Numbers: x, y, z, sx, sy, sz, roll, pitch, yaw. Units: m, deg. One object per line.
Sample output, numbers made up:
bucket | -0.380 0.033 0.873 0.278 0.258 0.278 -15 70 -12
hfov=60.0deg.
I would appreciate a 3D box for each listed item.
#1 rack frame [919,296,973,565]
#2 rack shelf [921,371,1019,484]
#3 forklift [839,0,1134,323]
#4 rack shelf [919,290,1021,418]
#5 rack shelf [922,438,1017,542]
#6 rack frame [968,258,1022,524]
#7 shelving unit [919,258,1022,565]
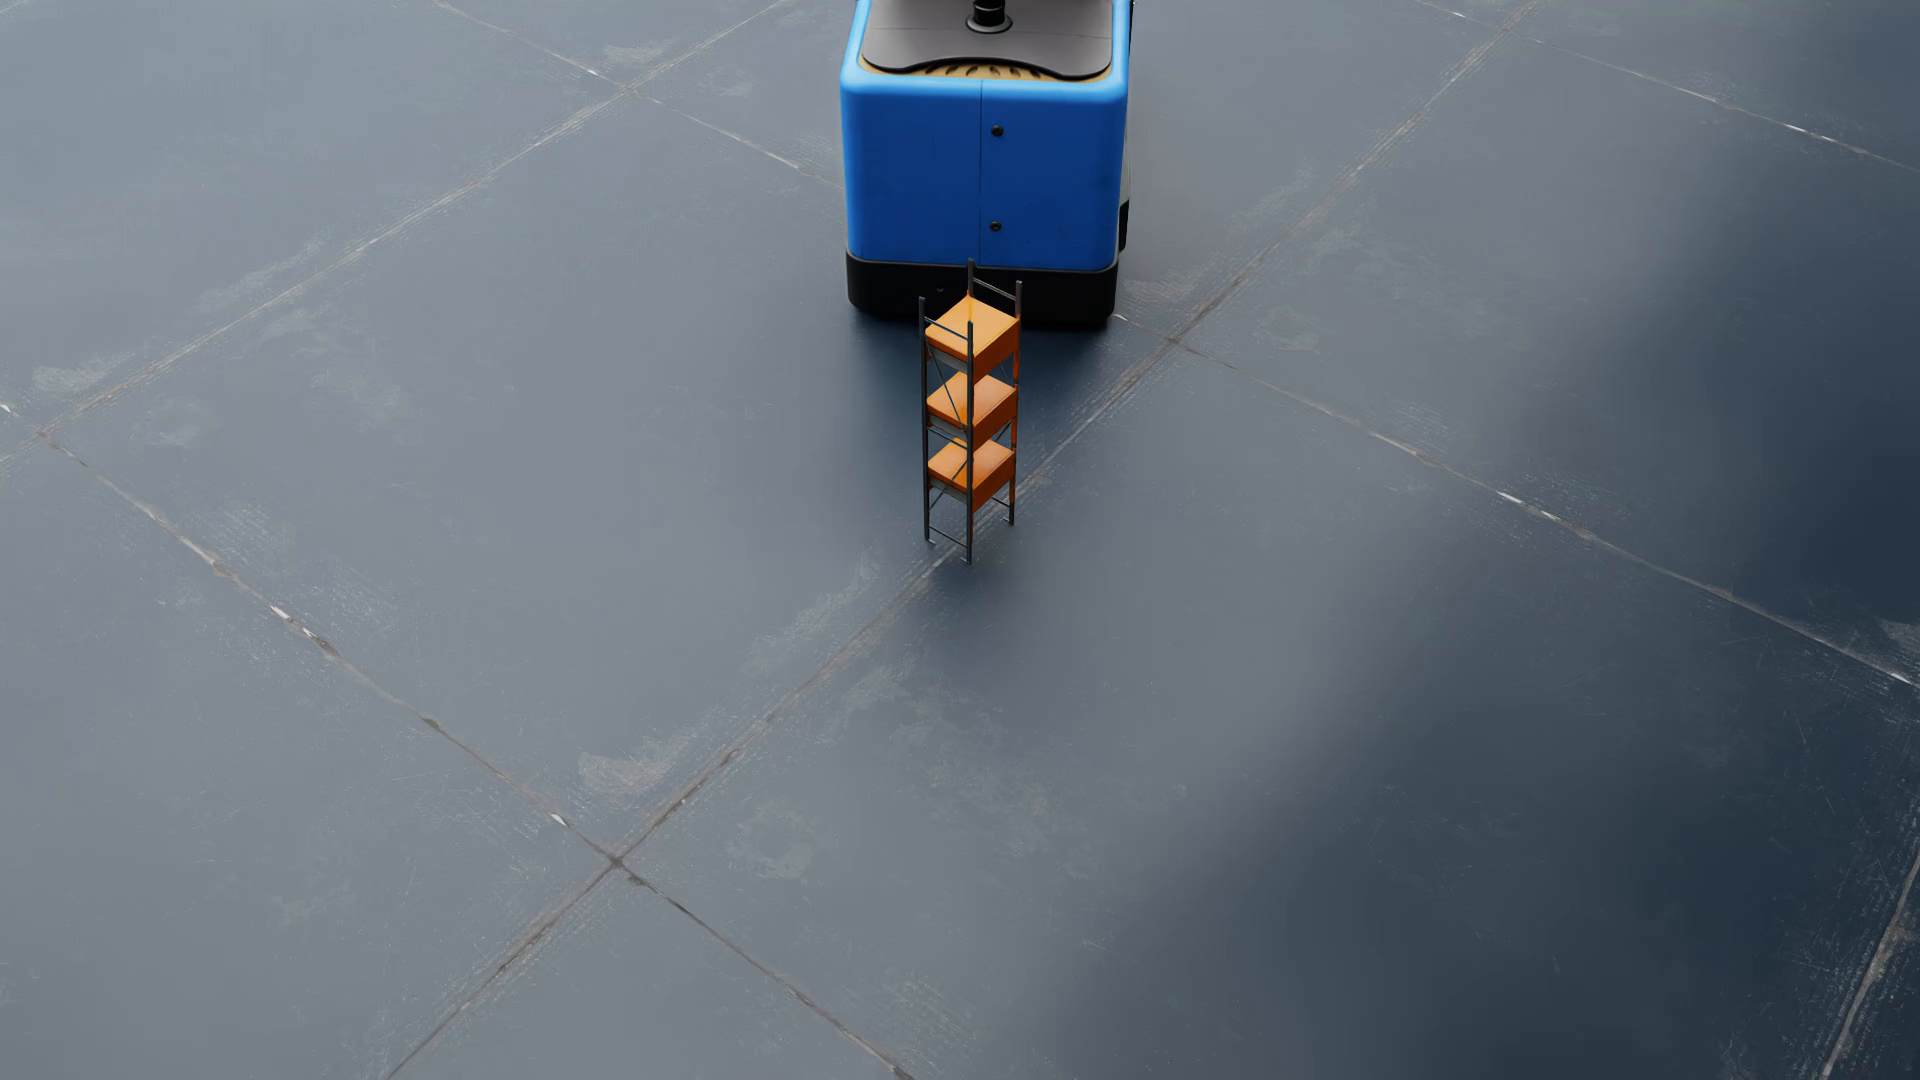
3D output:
rack frame | -0.042 -0.323 5.333 0.200 1.050 0.008 29 53 25
rack shelf | 0.033 -0.386 5.407 0.215 0.259 0.240 29 53 25
forklift | 0.193 -2.921 6.514 1.130 2.935 3.031 3 46 3
rack shelf | 0.033 -0.582 5.202 0.215 0.259 0.240 29 53 25
rack shelf | 0.033 -0.194 5.608 0.215 0.259 0.240 29 53 25
rack frame | 0.107 -0.463 5.466 0.200 1.050 0.008 29 53 25
shelving unit | 0.033 -0.393 5.400 0.215 1.050 0.252 29 53 25
